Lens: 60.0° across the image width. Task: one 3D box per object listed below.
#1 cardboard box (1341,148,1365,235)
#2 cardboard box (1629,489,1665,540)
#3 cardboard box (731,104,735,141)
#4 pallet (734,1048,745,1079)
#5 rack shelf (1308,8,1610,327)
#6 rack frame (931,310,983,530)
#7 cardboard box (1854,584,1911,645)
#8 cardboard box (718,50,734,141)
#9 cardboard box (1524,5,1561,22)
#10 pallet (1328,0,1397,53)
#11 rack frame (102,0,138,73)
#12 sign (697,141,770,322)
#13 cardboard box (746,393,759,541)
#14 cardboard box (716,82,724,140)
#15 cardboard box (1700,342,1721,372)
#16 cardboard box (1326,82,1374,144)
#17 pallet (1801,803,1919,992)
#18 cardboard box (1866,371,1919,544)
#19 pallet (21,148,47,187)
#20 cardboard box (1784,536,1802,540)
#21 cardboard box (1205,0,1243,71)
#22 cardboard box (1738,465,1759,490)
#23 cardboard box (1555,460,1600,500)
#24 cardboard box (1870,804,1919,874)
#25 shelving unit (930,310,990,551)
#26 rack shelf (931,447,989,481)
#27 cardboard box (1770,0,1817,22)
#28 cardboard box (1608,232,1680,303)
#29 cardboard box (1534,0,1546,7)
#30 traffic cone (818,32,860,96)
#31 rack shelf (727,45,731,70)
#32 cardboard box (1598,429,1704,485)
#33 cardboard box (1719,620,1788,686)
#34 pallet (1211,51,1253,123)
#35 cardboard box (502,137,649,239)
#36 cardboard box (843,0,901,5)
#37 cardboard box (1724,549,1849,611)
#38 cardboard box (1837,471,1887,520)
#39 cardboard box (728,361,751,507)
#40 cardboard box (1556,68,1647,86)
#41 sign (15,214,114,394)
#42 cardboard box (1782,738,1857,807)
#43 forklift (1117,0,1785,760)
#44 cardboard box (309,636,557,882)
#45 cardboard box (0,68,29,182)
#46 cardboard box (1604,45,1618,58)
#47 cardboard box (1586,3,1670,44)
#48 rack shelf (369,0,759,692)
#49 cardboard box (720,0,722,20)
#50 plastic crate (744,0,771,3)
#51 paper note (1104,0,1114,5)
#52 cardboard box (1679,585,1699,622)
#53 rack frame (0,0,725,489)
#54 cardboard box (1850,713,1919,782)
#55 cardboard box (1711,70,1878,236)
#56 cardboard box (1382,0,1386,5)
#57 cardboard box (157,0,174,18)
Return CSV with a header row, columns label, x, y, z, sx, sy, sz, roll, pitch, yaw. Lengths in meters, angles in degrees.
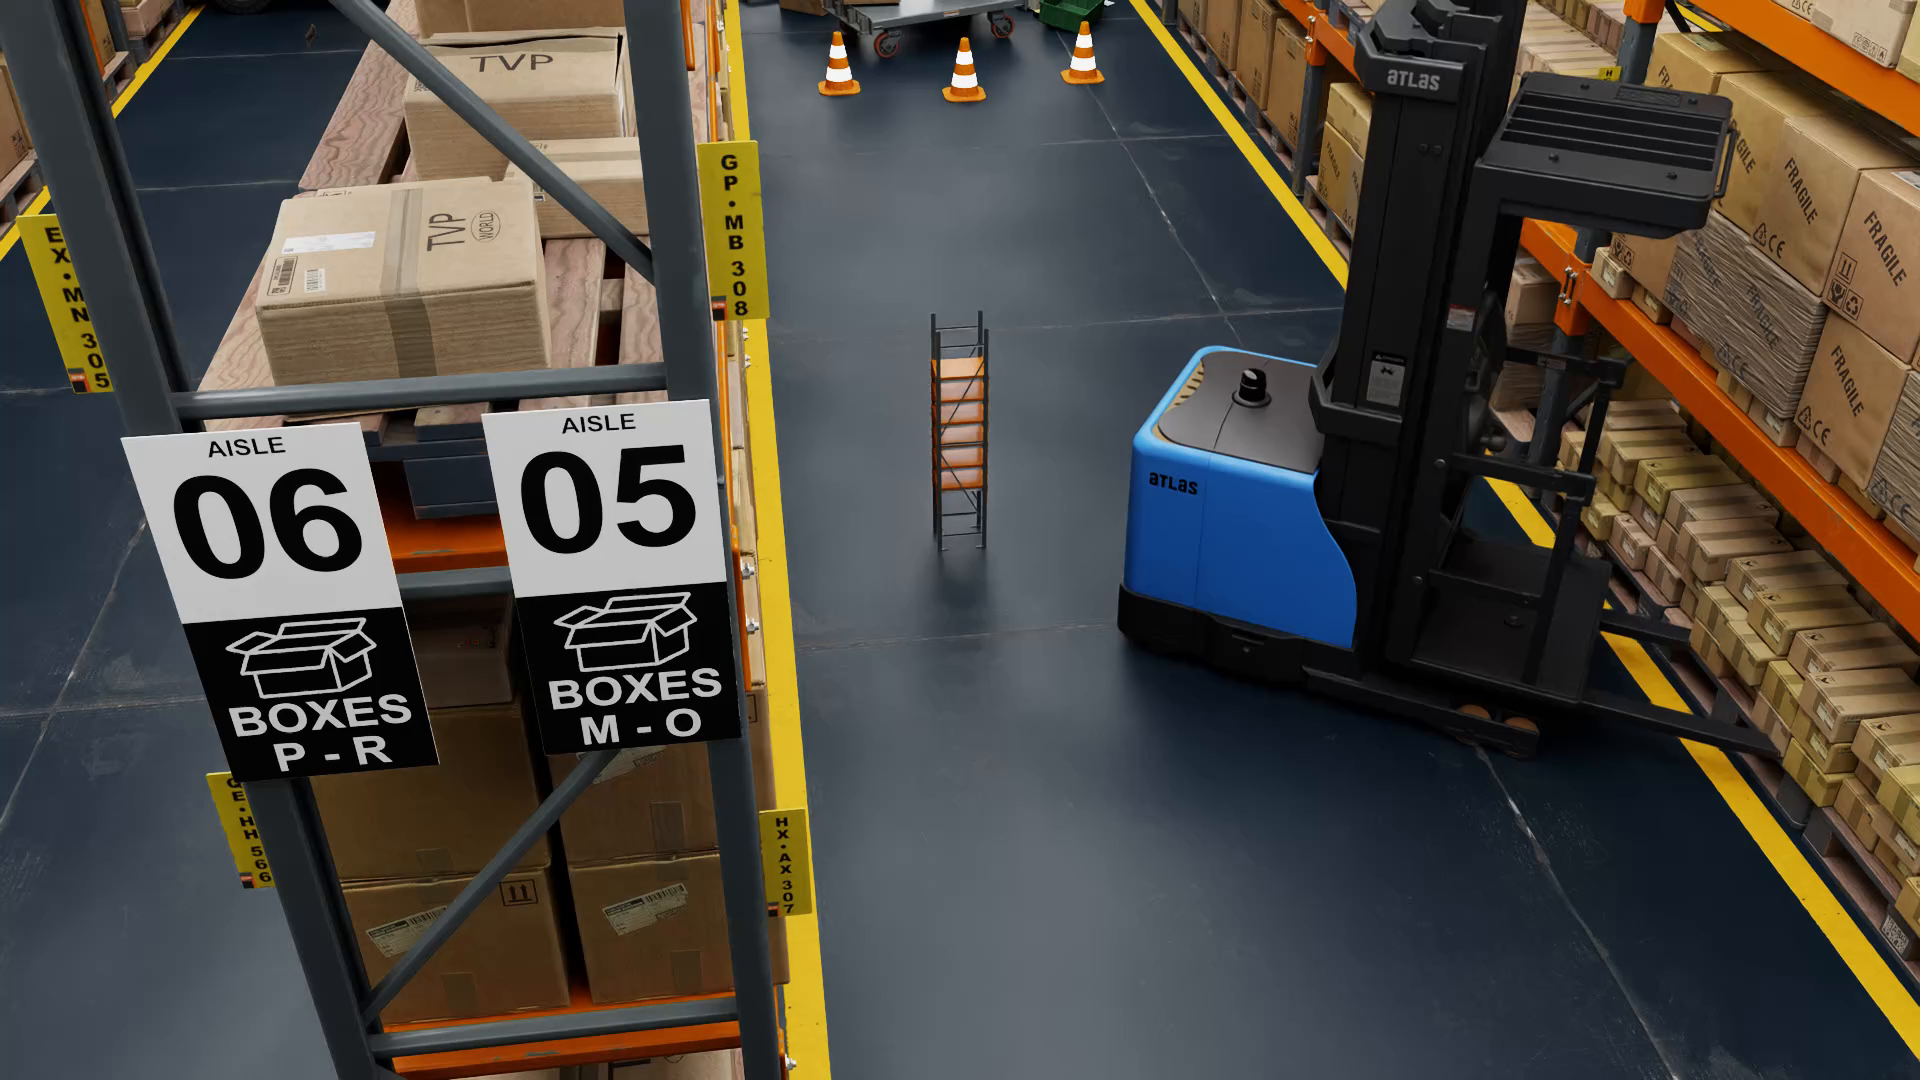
label,x,y,z,sx,sy,sz,roll,pitch,yaw
cardboard box,2.792,-2.194,10.652,0.500,0.500,0.500,-4,34,-6
cardboard box,3.340,-0.140,7.686,0.380,0.149,0.250,-5,35,-7
cardboard box,-1.454,-2.143,8.864,0.500,0.250,0.500,-5,35,-7
pallet,-1.122,1.860,5.333,1.003,0.211,1.213,-4,35,-6
rack shelf,3.148,-2.334,9.650,1.077,0.370,4.000,-4,35,-6
rack frame,-0.014,-0.555,7.999,0.240,1.200,0.006,-4,35,-6
cardboard box,3.896,0.291,6.789,0.380,0.149,0.250,-4,35,-6
cardboard box,-1.249,-1.806,7.260,0.500,0.500,0.500,-4,34,-6
cardboard box,2.995,-2.768,8.969,0.380,0.149,0.250,-6,35,-9
pallet,3.080,-3.279,10.568,1.213,0.211,1.003,-4,35,-6
rack frame,-7.468,-5.170,13.173,1.000,3.000,0.127,-4,35,-6
sign,-0.386,-0.524,2.845,0.100,0.325,0.005,-4,35,-6
cardboard box,-1.002,-0.320,5.967,0.500,0.500,0.500,-5,35,-7
cardboard box,-1.118,-1.659,6.468,0.380,0.149,0.250,-5,35,-7
cardboard box,3.358,-0.793,6.974,0.380,0.149,0.250,-6,35,-8
cardboard box,2.732,-2.795,10.868,0.500,0.250,0.500,-6,35,-9
pallet,3.871,1.371,6.051,1.003,0.211,1.213,-4,35,-6
cardboard box,3.498,-0.249,5.598,0.500,0.500,0.500,-4,35,-6
pallet,-7.163,-2.928,12.358,1.003,0.211,1.213,-4,35,-6
cardboard box,3.813,-0.036,7.534,0.380,0.149,0.250,-4,34,-6
cardboard box,2.640,-4.345,13.587,1.050,0.750,0.750,-4,35,-6
cardboard box,3.837,-0.300,7.657,0.380,0.149,0.250,-5,35,-7
cardboard box,3.148,-0.283,8.161,0.380,0.149,0.250,-6,35,-8
cardboard box,3.530,1.036,5.961,0.380,0.149,0.250,-6,35,-8
shelving unit,-0.002,-0.504,7.924,0.258,1.200,0.189,-4,35,-6
rack shelf,-0.002,-0.368,8.017,0.258,0.103,0.180,-4,35,-6
cardboard box,3.294,-2.136,6.190,0.500,0.250,0.500,-5,35,-7
cardboard box,3.234,-1.384,7.265,0.500,0.500,0.500,-5,35,-7
cardboard box,3.537,-3.125,9.758,0.380,0.149,0.250,-5,35,-7
traffic cone,-0.996,-3.914,13.583,0.336,0.463,0.334,-4,35,-6
rack shelf,-2.281,-4.135,12.293,1.077,0.370,4.000,-4,35,-6
cardboard box,3.236,-0.391,7.790,0.380,0.149,0.250,-3,34,-4
cardboard box,3.366,0.452,6.818,0.380,0.149,0.250,-4,34,-6
pallet,2.687,-3.720,13.521,1.003,0.211,1.213,-4,35,-6
cardboard box,-0.855,-0.827,3.898,0.380,0.149,0.250,-3,34,-5
cardboard box,-0.791,-4.980,14.441,0.500,0.500,0.500,-4,35,-6
cardboard box,3.449,0.185,6.946,0.380,0.149,0.250,-6,35,-8
cardboard box,3.493,-0.212,6.121,0.380,0.149,0.250,-4,34,-6
cardboard box,-0.872,-0.170,4.860,0.500,0.500,0.500,-5,35,-7
cardboard box,3.133,-2.190,8.122,0.380,0.149,0.250,-5,35,-8
sign,-1.476,-0.391,2.781,0.100,0.325,0.005,-4,35,-6
cardboard box,3.450,0.879,6.455,0.380,0.149,0.250,-6,35,-9
forklift,2.275,-0.649,6.599,3.031,2.935,1.130,14,37,20
cardboard box,-1.237,0.443,3.960,0.500,0.500,0.500,-3,34,-5
cardboard box,-7.097,-2.844,11.495,0.875,0.625,0.625,-3,34,-5
cardboard box,3.674,-2.547,8.909,0.380,0.149,0.250,-3,34,-4
cardboard box,3.645,-2.807,9.027,0.380,0.149,0.250,-3,34,-5
rack shelf,-1.206,-0.910,4.897,1.077,0.370,4.000,-4,35,-6
cardboard box,-1.607,-3.216,9.329,0.500,0.500,0.500,-4,34,-6
plastic crate,-1.949,-5.280,15.927,0.402,0.080,0.583,-16,38,-23
paper note,1.353,-5.060,15.647,0.142,0.020,0.147,27,43,34
cardboard box,3.423,0.285,7.326,0.380,0.149,0.250,-6,35,-8
rack frame,-0.937,-1.331,2.212,1.000,3.000,0.127,-4,35,-6
cardboard box,3.523,0.770,6.086,0.380,0.149,0.250,-6,35,-8
cardboard box,3.321,-1.534,6.597,0.500,0.500,0.500,-5,35,-8
cardboard box,2.812,-3.252,10.208,0.380,0.149,0.250,-3,34,-4
cardboard box,-7.289,-4.785,14.676,0.500,0.250,0.500,-5,35,-7
